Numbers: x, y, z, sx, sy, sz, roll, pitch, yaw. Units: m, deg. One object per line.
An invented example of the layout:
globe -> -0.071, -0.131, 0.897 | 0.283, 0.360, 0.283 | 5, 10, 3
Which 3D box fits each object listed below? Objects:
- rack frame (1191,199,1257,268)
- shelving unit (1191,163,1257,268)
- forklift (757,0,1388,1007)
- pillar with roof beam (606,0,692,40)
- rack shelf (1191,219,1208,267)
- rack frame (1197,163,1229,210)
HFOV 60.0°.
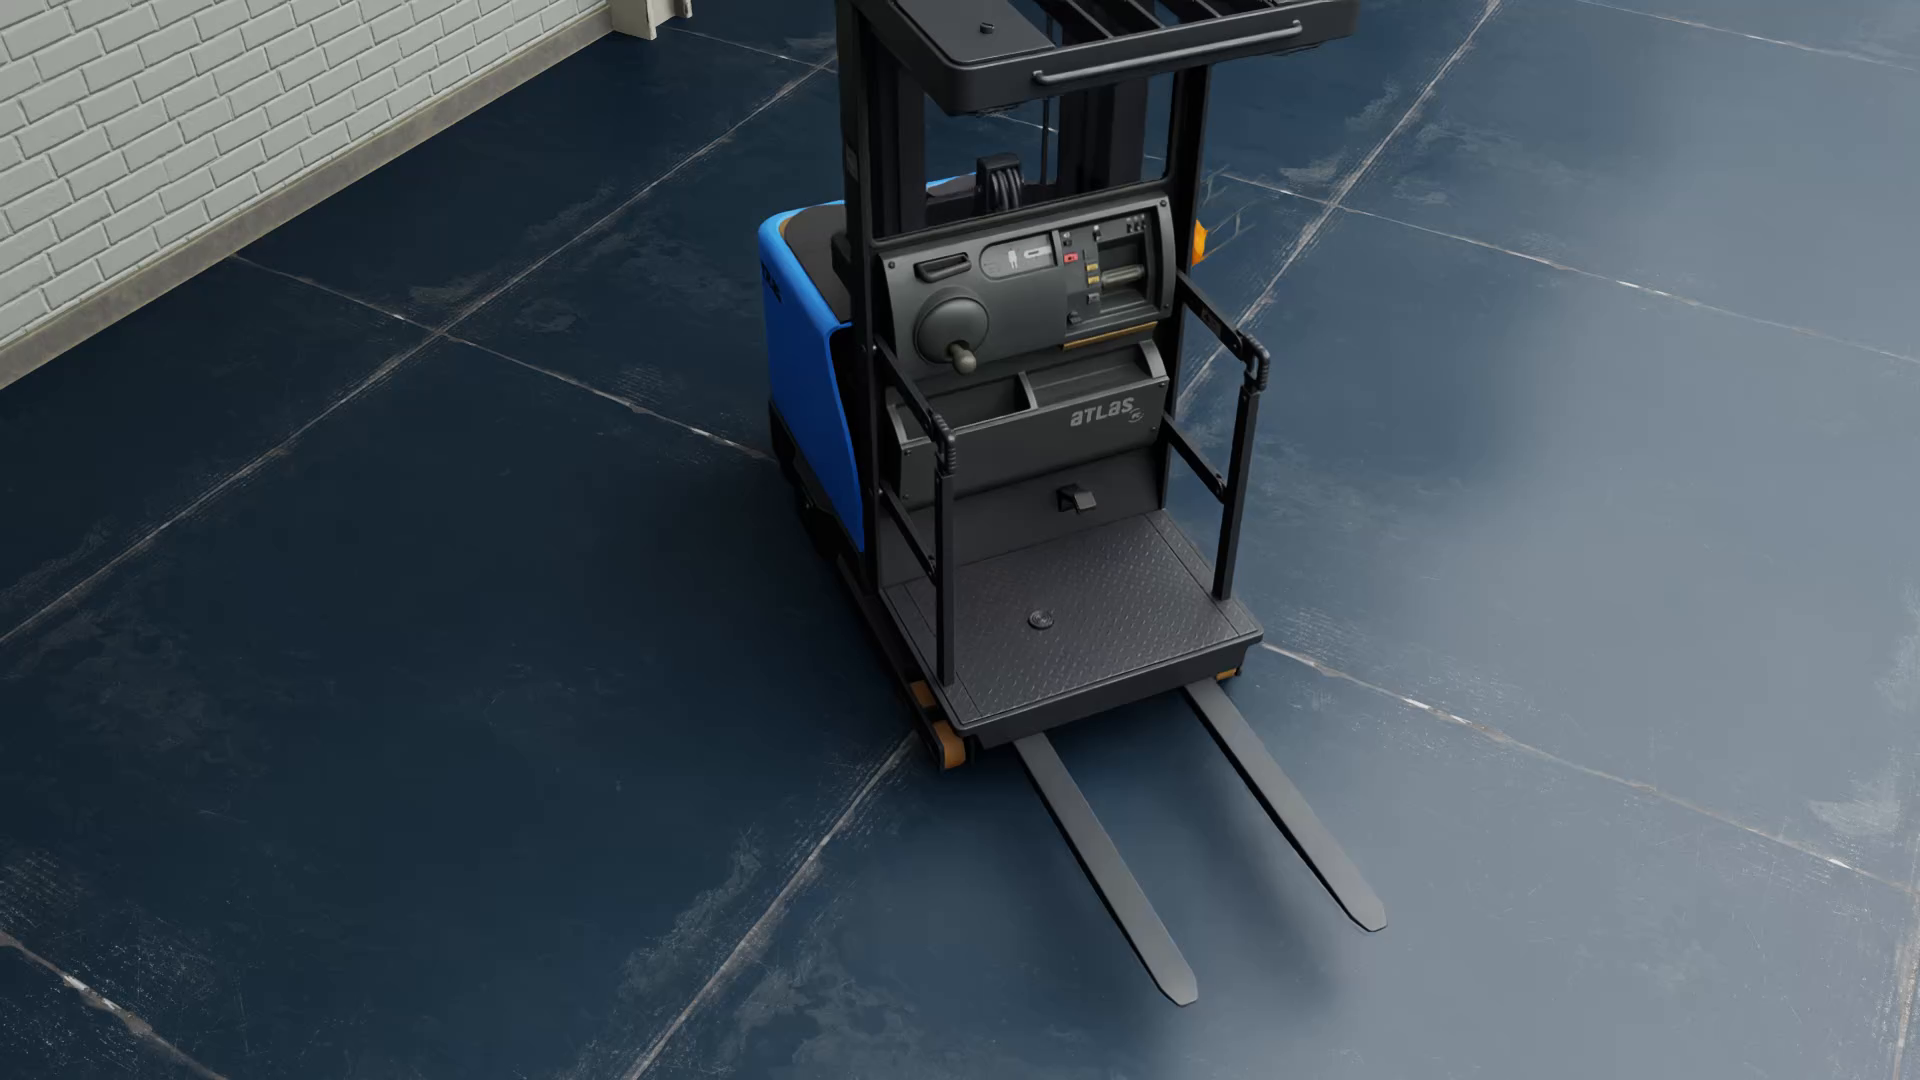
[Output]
rack frame -> 0.704, -0.998, 6.746 | 1.200, 0.006, 0.240 | -32, 24, 30
shelving unit -> 0.644, -1.060, 6.715 | 1.200, 0.189, 0.258 | -32, 24, 30
forklift -> 0.304, -0.680, 4.805 | 1.130, 2.935, 3.031 | -16, 44, -17
pillar with roof beam -> 1.931, -4.969, 5.083 | 9.100, 9.000, 0.400 | 21, 45, 22
rack shelf -> 0.877, -1.204, 6.558 | 0.103, 0.180, 0.258 | -32, 24, 30
rack frame -> 0.584, -1.122, 6.683 | 1.200, 0.006, 0.240 | -32, 24, 30
